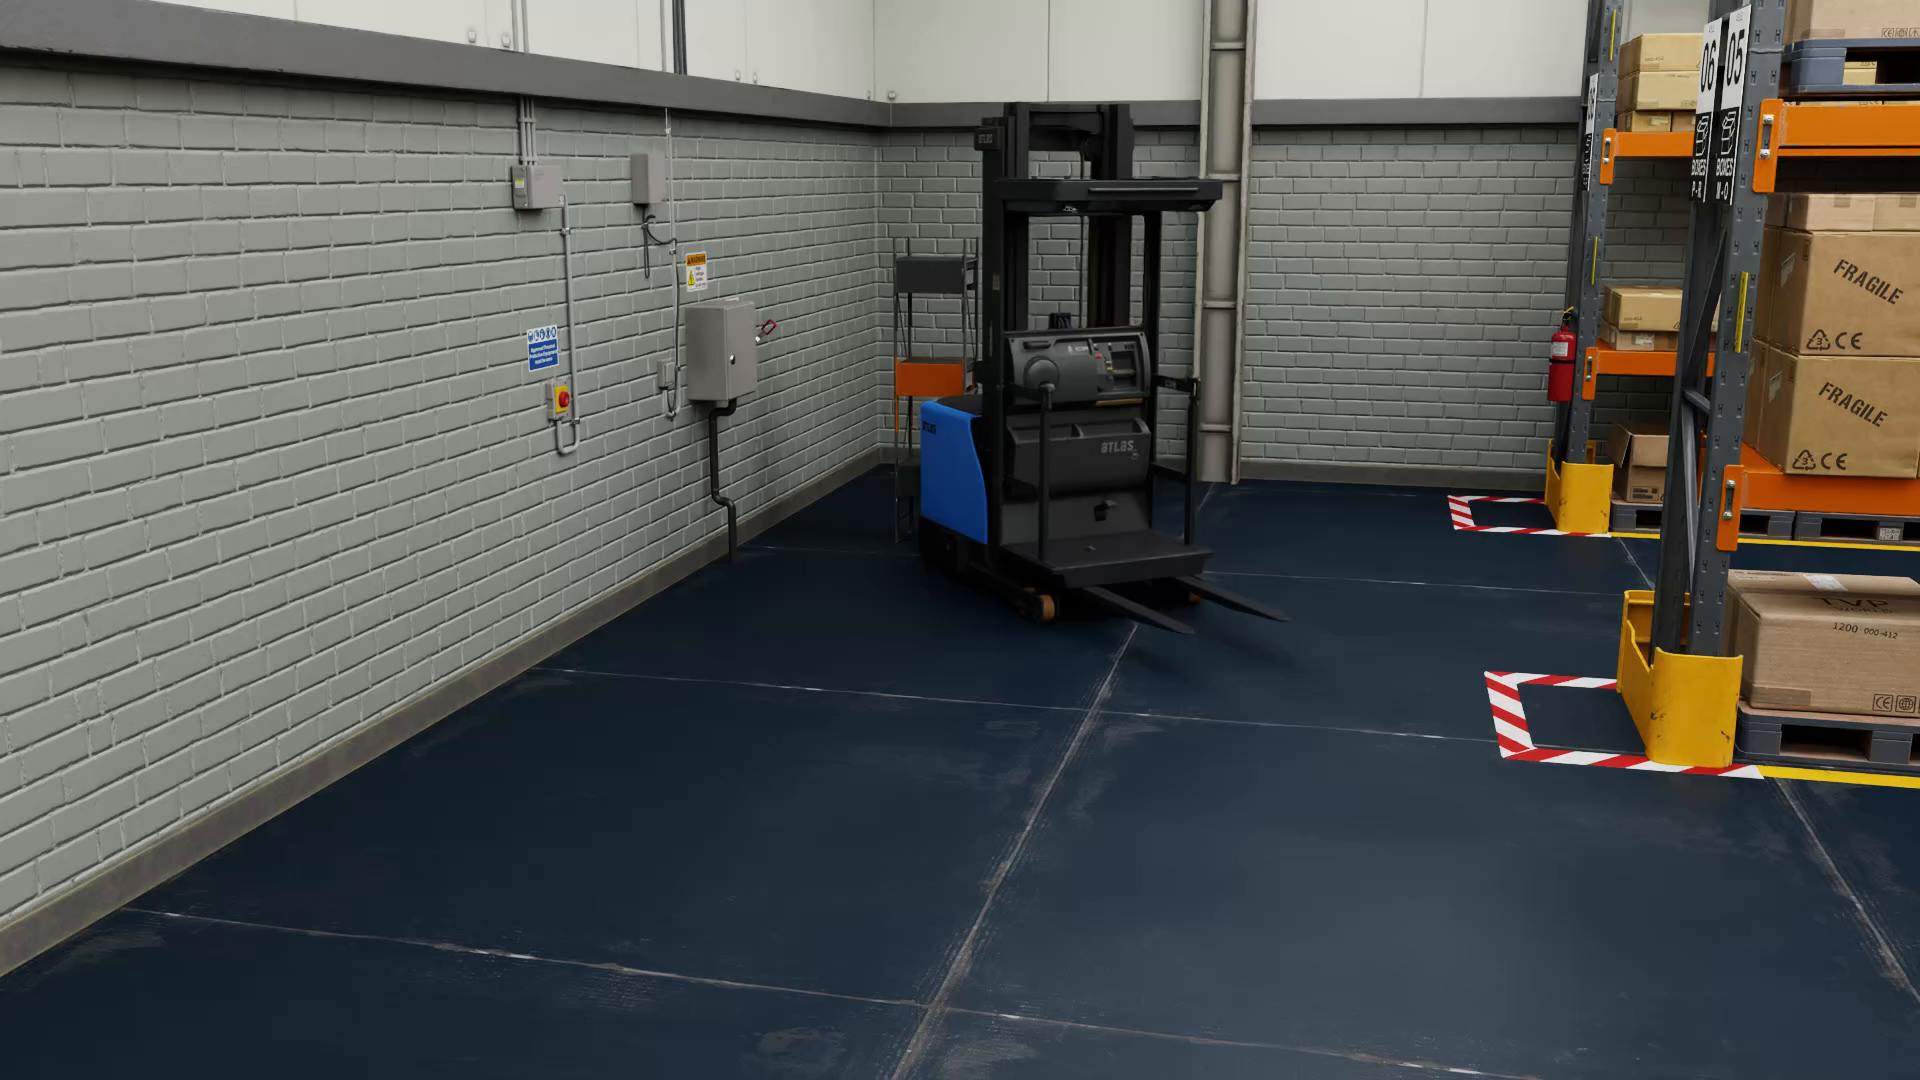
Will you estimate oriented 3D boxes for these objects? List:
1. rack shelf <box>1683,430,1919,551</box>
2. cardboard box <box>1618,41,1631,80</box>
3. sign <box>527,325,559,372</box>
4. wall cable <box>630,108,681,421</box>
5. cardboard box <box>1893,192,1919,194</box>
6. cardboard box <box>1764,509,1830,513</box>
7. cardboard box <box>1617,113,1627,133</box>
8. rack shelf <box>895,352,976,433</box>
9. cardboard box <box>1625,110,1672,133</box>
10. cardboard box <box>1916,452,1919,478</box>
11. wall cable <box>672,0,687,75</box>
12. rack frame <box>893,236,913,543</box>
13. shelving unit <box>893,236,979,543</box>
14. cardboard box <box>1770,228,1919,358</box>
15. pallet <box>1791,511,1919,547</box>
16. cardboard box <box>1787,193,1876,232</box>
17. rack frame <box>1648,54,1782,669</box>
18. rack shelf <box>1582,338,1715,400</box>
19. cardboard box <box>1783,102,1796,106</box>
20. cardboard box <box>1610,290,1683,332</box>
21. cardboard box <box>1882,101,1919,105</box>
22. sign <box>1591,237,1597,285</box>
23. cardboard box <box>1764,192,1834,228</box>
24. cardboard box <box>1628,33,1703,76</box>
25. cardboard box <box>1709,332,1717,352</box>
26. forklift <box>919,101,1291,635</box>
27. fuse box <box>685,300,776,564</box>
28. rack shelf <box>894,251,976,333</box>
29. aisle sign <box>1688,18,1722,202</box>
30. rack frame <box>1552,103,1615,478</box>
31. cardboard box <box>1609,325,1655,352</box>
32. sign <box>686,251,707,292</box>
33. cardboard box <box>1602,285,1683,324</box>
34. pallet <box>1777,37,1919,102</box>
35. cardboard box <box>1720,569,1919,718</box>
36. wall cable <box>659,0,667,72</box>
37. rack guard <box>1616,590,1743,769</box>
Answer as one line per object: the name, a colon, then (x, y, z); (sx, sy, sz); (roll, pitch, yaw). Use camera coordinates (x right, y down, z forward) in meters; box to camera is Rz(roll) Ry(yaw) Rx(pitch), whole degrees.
rack shelf: (5.304, -0.140, 7.102); (4.000, 0.370, 1.077); (3, 13, 14)
cardboard box: (5.046, -3.455, 11.963); (0.500, 0.250, 0.500); (3, 13, 12)
sign: (-2.189, -1.008, 8.728); (0.001, 0.218, 0.327); (3, 13, 14)
wall cable: (-1.789, -1.678, 10.026); (0.122, 1.984, 0.588); (3, 13, 14)
cardboard box: (4.282, -1.469, 7.391); (0.250, 0.149, 0.380); (3, 13, 13)
cardboard box: (5.940, -0.520, 11.953); (0.500, 0.500, 0.700); (4, 13, 16)
cardboard box: (4.914, -3.013, 12.044); (0.250, 0.149, 0.380); (3, 13, 15)
rack shelf: (-0.161, -1.020, 11.548); (0.480, 0.518, 0.431); (3, 13, 14)
cardboard box: (4.802, -2.916, 11.605); (0.250, 0.149, 0.380); (3, 13, 15)
cardboard box: (4.257, -0.539, 7.005); (0.500, 0.500, 0.500); (3, 13, 13)
wall cable: (-1.341, -4.520, 11.246); (0.133, 3.039, 2.988); (3, 13, 14)
rack frame: (-0.398, -1.046, 11.602); (0.015, 2.100, 0.400); (3, 13, 14)
shelving unit: (-0.161, -1.034, 11.545); (0.503, 2.100, 0.431); (3, 13, 14)
cardboard box: (3.760, -1.048, 6.991); (0.500, 0.500, 0.500); (3, 13, 12)
pallet: (6.577, -0.169, 12.009); (1.213, 0.211, 1.003); (3, 13, 14)
cardboard box: (3.641, -1.372, 6.957); (0.250, 0.149, 0.380); (3, 13, 15)
rack frame: (3.362, -0.595, 7.492); (0.127, 3.000, 1.000); (3, 13, 14)
rack shelf: (6.490, -1.184, 11.808); (4.000, 0.370, 1.077); (3, 13, 14)
cardboard box: (5.412, -3.073, 11.395); (0.500, 0.250, 0.500); (3, 13, 15)
cardboard box: (4.924, -1.631, 11.820); (0.500, 0.250, 0.500); (3, 13, 14)
cardboard box: (6.413, -3.022, 11.164); (0.500, 0.250, 0.500); (3, 13, 13)
sign: (4.418, -1.948, 11.590); (0.005, 0.325, 0.100); (3, 13, 14)
cardboard box: (3.759, -1.473, 7.409); (0.250, 0.149, 0.380); (3, 13, 14)
cardboard box: (4.919, -3.344, 11.461); (0.500, 0.250, 0.500); (3, 13, 13)
cardboard box: (5.323, -1.432, 11.844); (0.250, 0.149, 0.380); (3, 13, 13)
forklift: (0.810, -1.059, 9.742); (1.130, 2.935, 3.031); (-6, 14, -25)
fuse box: (-1.473, -0.688, 10.885); (0.414, 1.711, 0.539); (3, 13, 14)
rack shelf: (-0.161, -1.704, 11.396); (0.480, 0.518, 0.431); (3, 13, 14)
aisle sign: (3.367, -1.933, 7.521); (0.004, 0.787, 0.394); (3, 13, 14)
rack frame: (4.548, -1.639, 12.198); (0.127, 3.000, 1.000); (3, 13, 14)
cardboard box: (4.801, -1.442, 11.888); (0.250, 0.149, 0.380); (3, 13, 13)
sign: (-1.687, -1.720, 10.652); (0.001, 0.242, 0.339); (3, 13, 14)
cardboard box: (5.058, -1.743, 12.326); (0.500, 0.250, 0.500); (3, 13, 15)
pallet: (4.085, -1.980, 7.013); (1.213, 0.211, 1.003); (3, 13, 14)
cardboard box: (4.027, 0.464, 7.665); (0.875, 0.438, 0.875); (3, 13, 12)
wall cable: (-2.045, -3.918, 8.618); (0.029, 3.000, 2.355); (3, 13, 14)
rack guard: (3.339, 0.624, 7.768); (0.348, 0.500, 1.175); (3, 13, 14)
